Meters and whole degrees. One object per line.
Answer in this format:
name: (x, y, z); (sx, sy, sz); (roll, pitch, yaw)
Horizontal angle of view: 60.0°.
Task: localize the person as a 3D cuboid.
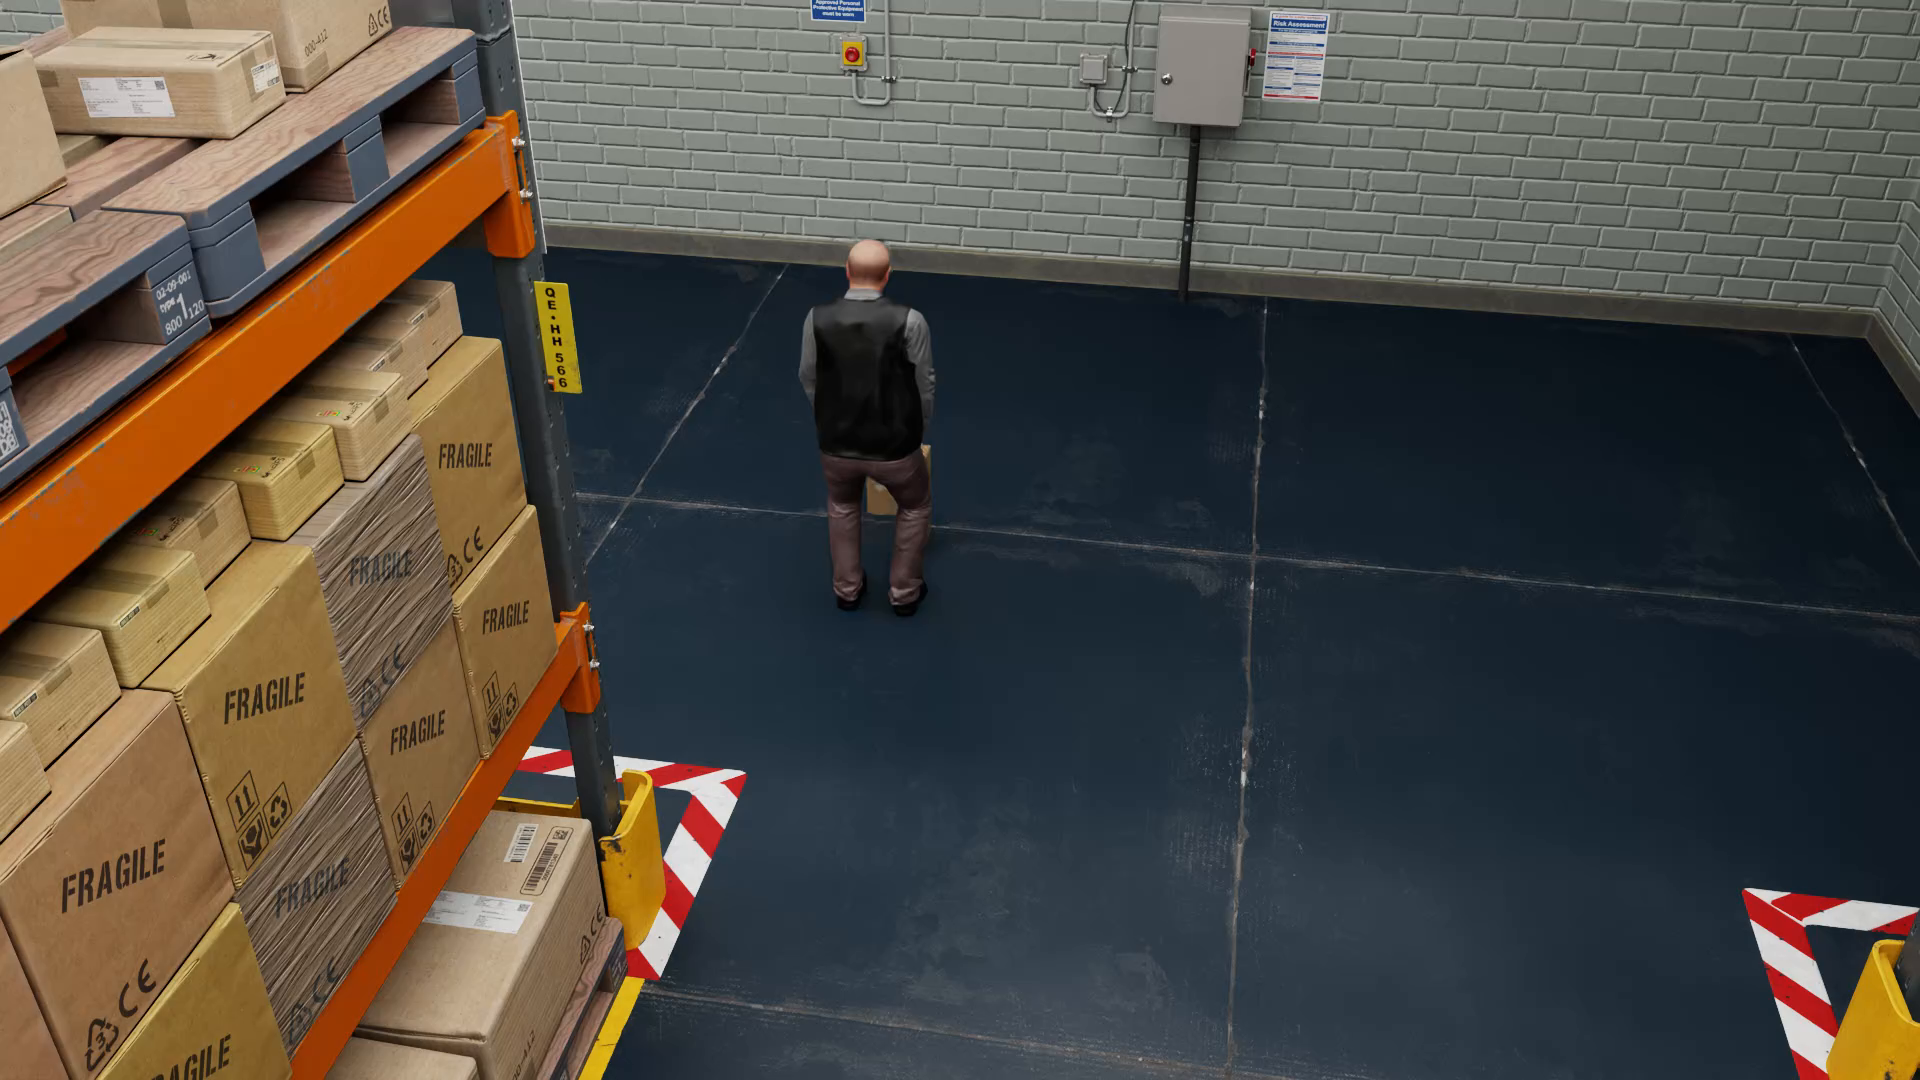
person: (-0.389, -0.431, 6.952); (0.574, 1.617, 0.509); (6, 33, 9)
